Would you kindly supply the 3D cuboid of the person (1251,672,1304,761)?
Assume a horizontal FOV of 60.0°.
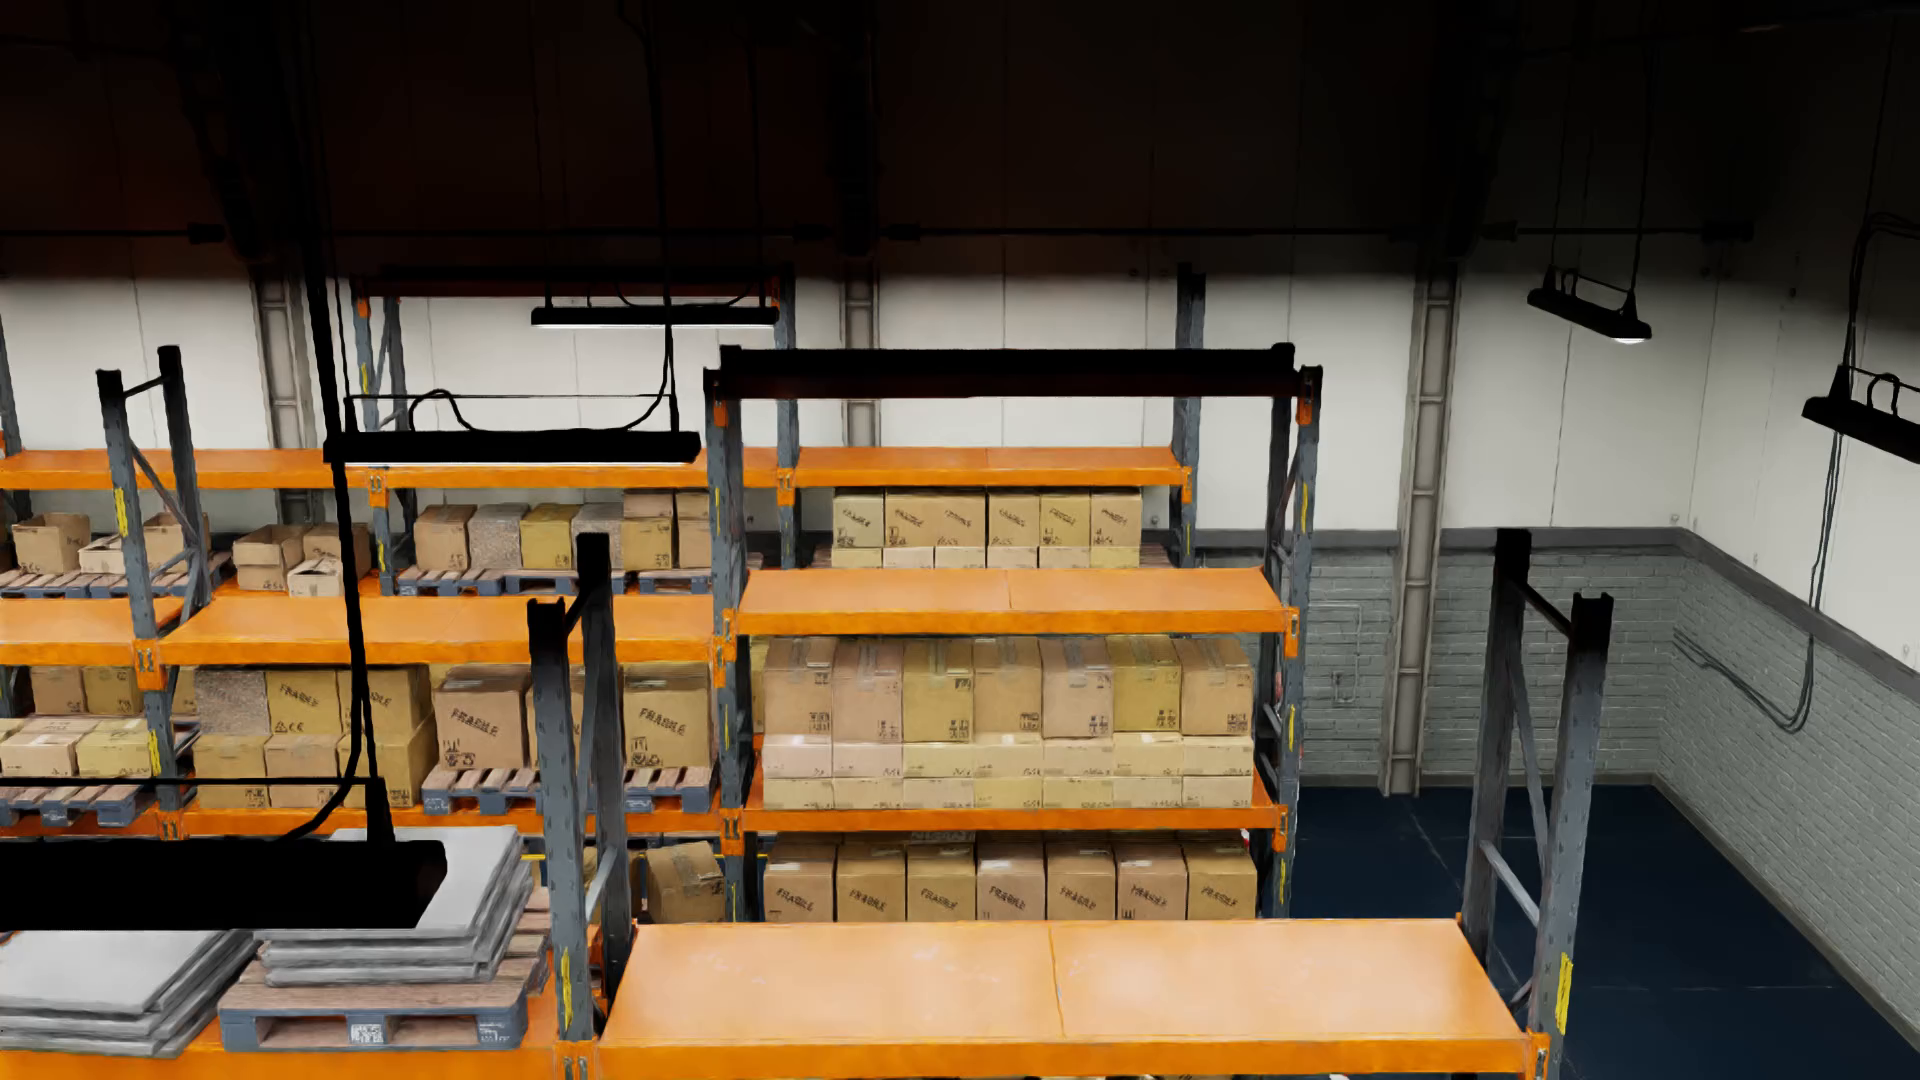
[{"bbox_3d":[3.360,2.216,17.902,0.690,1.723,0.441,9,18,29],"label":"person"}]
